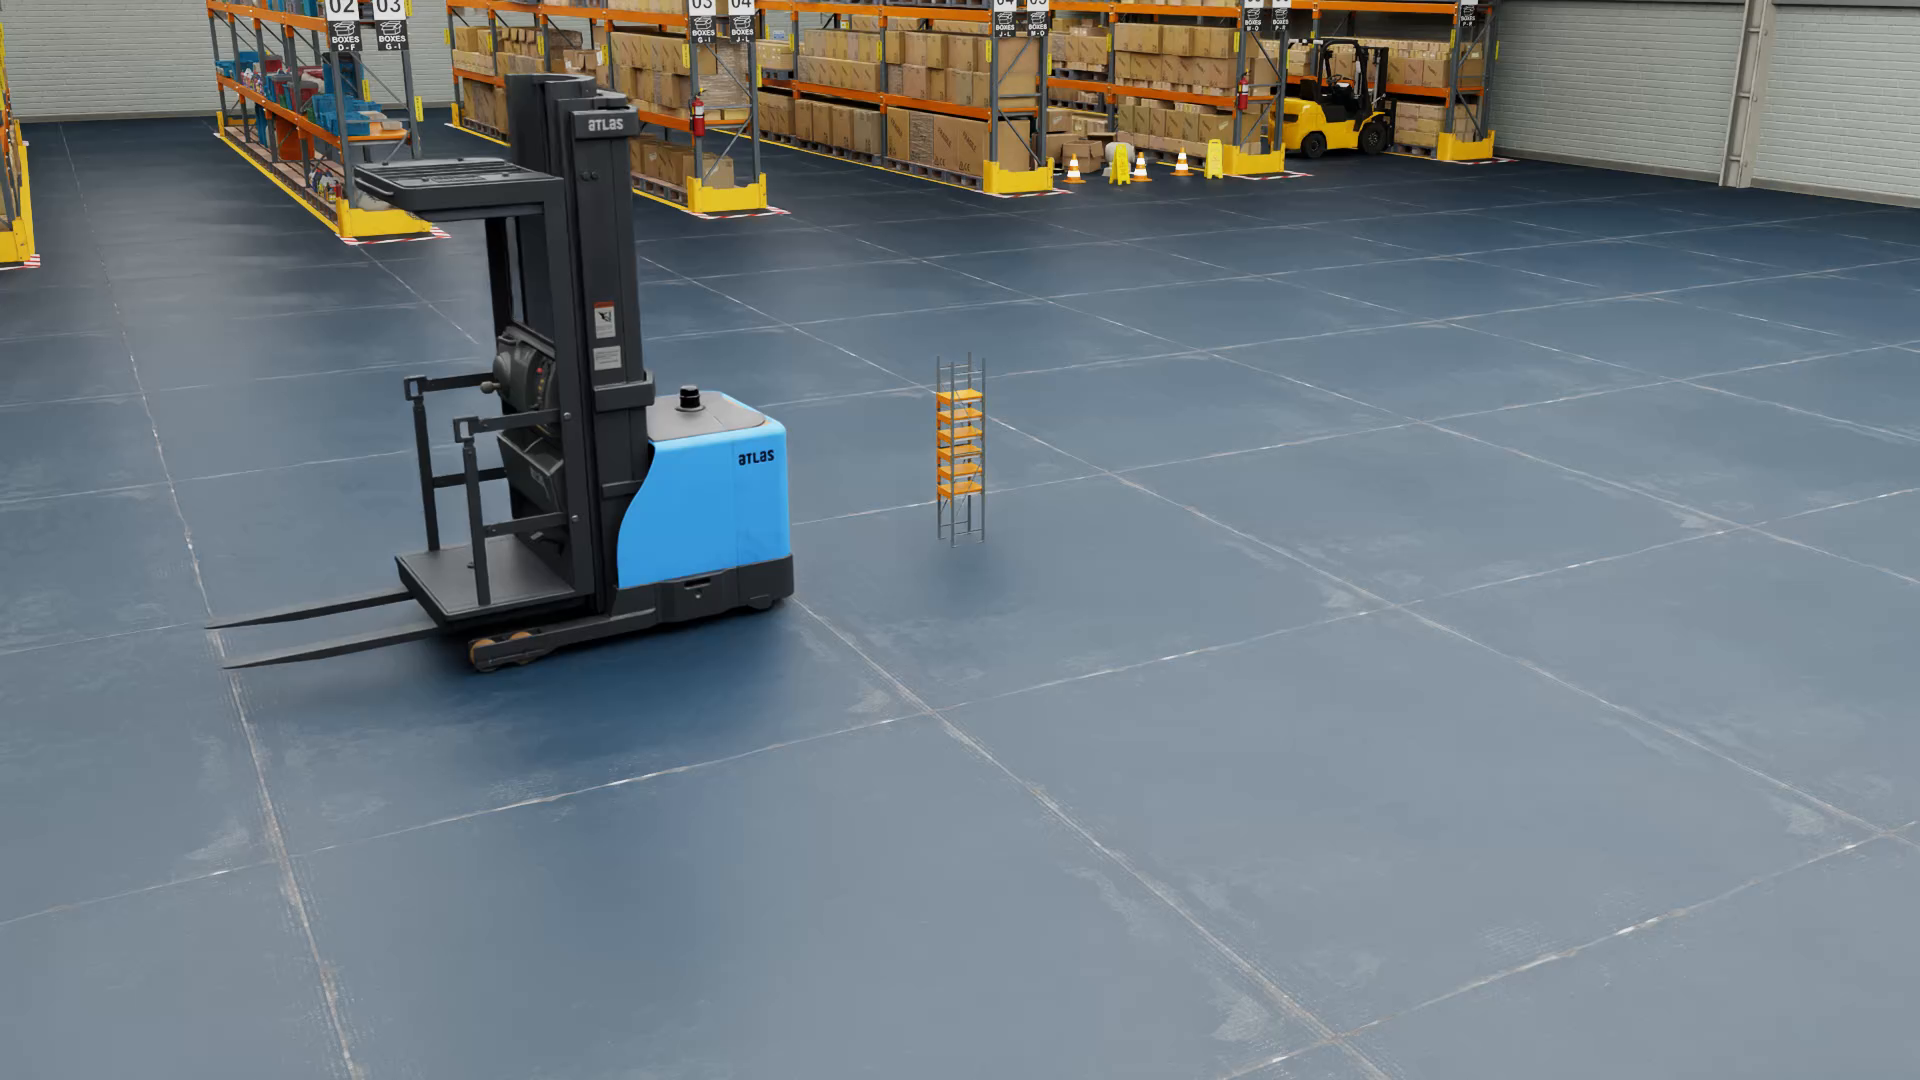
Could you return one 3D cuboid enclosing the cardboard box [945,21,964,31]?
[{"bbox_3d":[0.007,-11.443,37.508,0.500,0.500,0.500,-11,22,-28],"label":"cardboard box"}]

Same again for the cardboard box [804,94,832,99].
[{"bbox_3d":[-2.974,-9.043,34.277,0.500,0.250,0.500,-11,22,-29],"label":"cardboard box"}]

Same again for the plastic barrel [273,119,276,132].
[{"bbox_3d":[-12.415,-7.450,30.676,0.600,0.588,0.708,-10,21,-27],"label":"plastic barrel"}]

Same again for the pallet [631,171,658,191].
[{"bbox_3d":[-5.023,-6.043,27.820,1.003,0.211,1.213,-10,21,-27],"label":"pallet"}]

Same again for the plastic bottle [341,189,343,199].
[{"bbox_3d":[-9.151,-5.118,24.481,0.097,0.201,0.097,0,19,0],"label":"plastic bottle"}]

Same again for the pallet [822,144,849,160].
[{"bbox_3d":[-1.976,-7.530,32.129,1.003,0.211,1.213,-10,21,-27],"label":"pallet"}]

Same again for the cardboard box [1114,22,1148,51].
[{"bbox_3d":[3.367,-9.584,31.665,0.700,0.500,0.500,-10,22,-27],"label":"cardboard box"}]

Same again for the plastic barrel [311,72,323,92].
[{"bbox_3d":[-10.342,-7.364,27.167,0.433,0.535,0.433,0,19,0],"label":"plastic barrel"}]

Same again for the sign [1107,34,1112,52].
[{"bbox_3d":[2.862,-9.544,31.915,0.100,0.325,0.005,-10,21,-27],"label":"sign"}]

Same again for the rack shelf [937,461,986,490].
[{"bbox_3d":[0.007,-0.408,10.477,0.258,0.103,0.180,-10,21,-27],"label":"rack shelf"}]

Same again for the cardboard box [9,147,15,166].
[{"bbox_3d":[-15.274,-6.067,26.326,0.500,0.311,0.500,-10,22,-27],"label":"cardboard box"}]

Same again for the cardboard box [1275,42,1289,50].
[{"bbox_3d":[6.907,-10.475,35.243,0.380,0.149,0.250,-11,22,-28],"label":"cardboard box"}]

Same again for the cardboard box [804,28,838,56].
[{"bbox_3d":[-2.655,-9.825,32.820,0.700,0.500,0.500,-10,21,-27],"label":"cardboard box"}]

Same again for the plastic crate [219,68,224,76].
[{"bbox_3d":[-15.201,-9.708,34.479,0.250,0.136,0.298,-10,21,-27],"label":"plastic crate"}]

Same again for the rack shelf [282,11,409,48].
[{"bbox_3d":[-8.782,-7.285,23.649,1.077,0.370,4.000,-10,21,-27],"label":"rack shelf"}]

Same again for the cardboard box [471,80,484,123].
[{"bbox_3d":[-10.265,-9.755,36.915,0.875,0.875,0.875,-10,21,-27],"label":"cardboard box"}]

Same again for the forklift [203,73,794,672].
[{"bbox_3d":[-2.480,-0.897,8.737,3.031,2.935,1.130,-11,22,-29],"label":"forklift"}]

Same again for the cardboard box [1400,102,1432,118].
[{"bbox_3d":[8.874,-8.306,32.142,0.500,0.250,0.500,-10,21,-26],"label":"cardboard box"}]

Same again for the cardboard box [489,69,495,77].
[{"bbox_3d":[-9.605,-9.763,34.711,0.380,0.149,0.250,-10,21,-26],"label":"cardboard box"}]

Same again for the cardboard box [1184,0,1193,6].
[{"bbox_3d":[4.249,-9.665,29.829,0.380,0.149,0.250,-11,22,-28],"label":"cardboard box"}]

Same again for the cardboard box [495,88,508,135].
[{"bbox_3d":[-8.850,-8.858,34.318,1.225,0.875,0.875,-10,21,-26],"label":"cardboard box"}]

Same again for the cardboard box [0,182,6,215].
[{"bbox_3d":[-12.491,-4.451,21.355,0.500,0.500,0.500,-10,21,-27],"label":"cardboard box"}]

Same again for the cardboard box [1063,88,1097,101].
[{"bbox_3d":[3.088,-11.575,42.766,0.700,0.500,0.500,-11,22,-29],"label":"cardboard box"}]

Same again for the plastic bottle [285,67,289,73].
[{"bbox_3d":[-12.806,-8.841,31.730,0.144,0.351,0.185,-10,21,-27],"label":"plastic bottle"}]

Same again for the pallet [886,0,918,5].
[{"bbox_3d":[-0.581,-9.427,28.890,1.003,0.211,1.213,-10,21,-27],"label":"pallet"}]

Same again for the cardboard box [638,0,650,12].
[{"bbox_3d":[-4.645,-8.281,25.663,0.500,0.250,0.500,-10,22,-28],"label":"cardboard box"}]

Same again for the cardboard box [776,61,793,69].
[{"bbox_3d":[-3.498,-9.586,33.554,0.380,0.149,0.250,-10,21,-26],"label":"cardboard box"}]

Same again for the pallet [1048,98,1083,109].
[{"bbox_3d":[3.008,-11.379,43.286,1.003,0.211,1.213,-10,21,-27],"label":"pallet"}]

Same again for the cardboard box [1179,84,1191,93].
[{"bbox_3d":[4.213,-8.247,30.317,0.380,0.149,0.250,-10,22,-27],"label":"cardboard box"}]

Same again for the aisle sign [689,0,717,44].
[{"bbox_3d":[-3.708,-7.565,23.970,0.394,0.787,0.004,-10,21,-27],"label":"aisle sign"}]

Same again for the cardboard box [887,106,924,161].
[{"bbox_3d":[-0.723,-7.290,29.774,0.875,0.875,0.875,-10,21,-26],"label":"cardboard box"}]

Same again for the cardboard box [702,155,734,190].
[{"bbox_3d":[-3.755,-5.599,25.446,0.500,0.500,0.500,-6,20,-17],"label":"cardboard box"}]

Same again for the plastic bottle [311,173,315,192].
[{"bbox_3d":[-9.789,-5.454,25.338,0.152,0.276,0.135,-9,21,-25],"label":"plastic bottle"}]

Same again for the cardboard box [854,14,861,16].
[{"bbox_3d":[-2.425,-13.210,41.634,0.380,0.149,0.250,-9,21,-26],"label":"cardboard box"}]

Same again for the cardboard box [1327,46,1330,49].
[{"bbox_3d":[7.635,-10.075,34.082,0.380,0.149,0.250,-10,22,-28],"label":"cardboard box"}]

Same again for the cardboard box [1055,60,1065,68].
[{"bbox_3d":[2.165,-9.718,33.936,0.380,0.149,0.250,-9,21,-25],"label":"cardboard box"}]

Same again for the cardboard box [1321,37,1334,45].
[{"bbox_3d":[7.605,-10.210,34.018,0.380,0.149,0.250,-10,21,-26],"label":"cardboard box"}]

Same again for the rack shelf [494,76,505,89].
[{"bbox_3d":[-8.222,-8.931,33.017,1.077,0.370,4.000,-10,21,-27],"label":"rack shelf"}]

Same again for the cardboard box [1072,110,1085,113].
[{"bbox_3d":[2.066,-8.813,34.959,0.950,0.372,0.625,-10,22,-28],"label":"cardboard box"}]

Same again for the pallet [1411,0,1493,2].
[{"bbox_3d":[9.302,-10.288,31.385,1.003,0.211,1.213,-10,21,-27],"label":"pallet"}]

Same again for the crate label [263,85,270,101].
[{"bbox_3d":[-11.761,-7.671,28.521,0.303,0.233,0.416,-10,21,-27],"label":"crate label"}]

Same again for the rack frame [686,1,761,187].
[{"bbox_3d":[-3.474,-6.400,24.580,1.000,3.000,0.127,-10,21,-27],"label":"rack frame"}]

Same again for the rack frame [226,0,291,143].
[{"bbox_3d":[-13.531,-9.078,32.340,1.000,3.000,0.127,-10,21,-27],"label":"rack frame"}]

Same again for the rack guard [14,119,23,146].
[{"bbox_3d":[-19.755,-8.256,33.792,1.175,0.500,0.348,-10,21,-27],"label":"rack guard"}]

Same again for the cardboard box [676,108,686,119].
[{"bbox_3d":[-4.073,-6.467,25.159,0.380,0.149,0.250,-10,21,-27],"label":"cardboard box"}]

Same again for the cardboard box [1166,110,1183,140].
[{"bbox_3d":[4.154,-7.673,30.691,0.500,0.500,0.500,-11,22,-28],"label":"cardboard box"}]

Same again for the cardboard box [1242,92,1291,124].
[{"bbox_3d":[6.737,-9.517,36.609,0.875,0.625,0.625,-11,22,-29],"label":"cardboard box"}]

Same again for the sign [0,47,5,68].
[{"bbox_3d":[-15.505,-7.797,26.855,0.100,0.325,0.005,-10,21,-27],"label":"sign"}]

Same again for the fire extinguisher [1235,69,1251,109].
[{"bbox_3d":[4.897,-7.794,28.739,0.296,0.674,0.183,-10,21,-27],"label":"fire extinguisher"}]

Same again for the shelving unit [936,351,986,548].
[{"bbox_3d":[0.007,-0.563,10.424,0.258,1.200,0.189,-10,21,-27],"label":"shelving unit"}]

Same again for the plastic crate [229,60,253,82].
[{"bbox_3d":[-14.053,-9.180,32.568,0.392,0.384,0.575,-10,21,-27],"label":"plastic crate"}]

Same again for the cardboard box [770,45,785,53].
[{"bbox_3d":[-3.613,-9.939,33.665,0.380,0.149,0.250,-10,22,-27],"label":"cardboard box"}]

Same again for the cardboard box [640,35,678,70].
[{"bbox_3d":[-4.660,-7.611,25.949,0.500,0.500,0.500,-10,21,-27],"label":"cardboard box"}]

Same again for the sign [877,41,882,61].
[{"bbox_3d":[-1.433,-8.711,29.622,0.100,0.325,0.005,-10,21,-27],"label":"sign"}]

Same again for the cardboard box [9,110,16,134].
[{"bbox_3d":[-19.316,-8.368,33.441,0.500,0.500,0.500,-10,21,-27],"label":"cardboard box"}]
